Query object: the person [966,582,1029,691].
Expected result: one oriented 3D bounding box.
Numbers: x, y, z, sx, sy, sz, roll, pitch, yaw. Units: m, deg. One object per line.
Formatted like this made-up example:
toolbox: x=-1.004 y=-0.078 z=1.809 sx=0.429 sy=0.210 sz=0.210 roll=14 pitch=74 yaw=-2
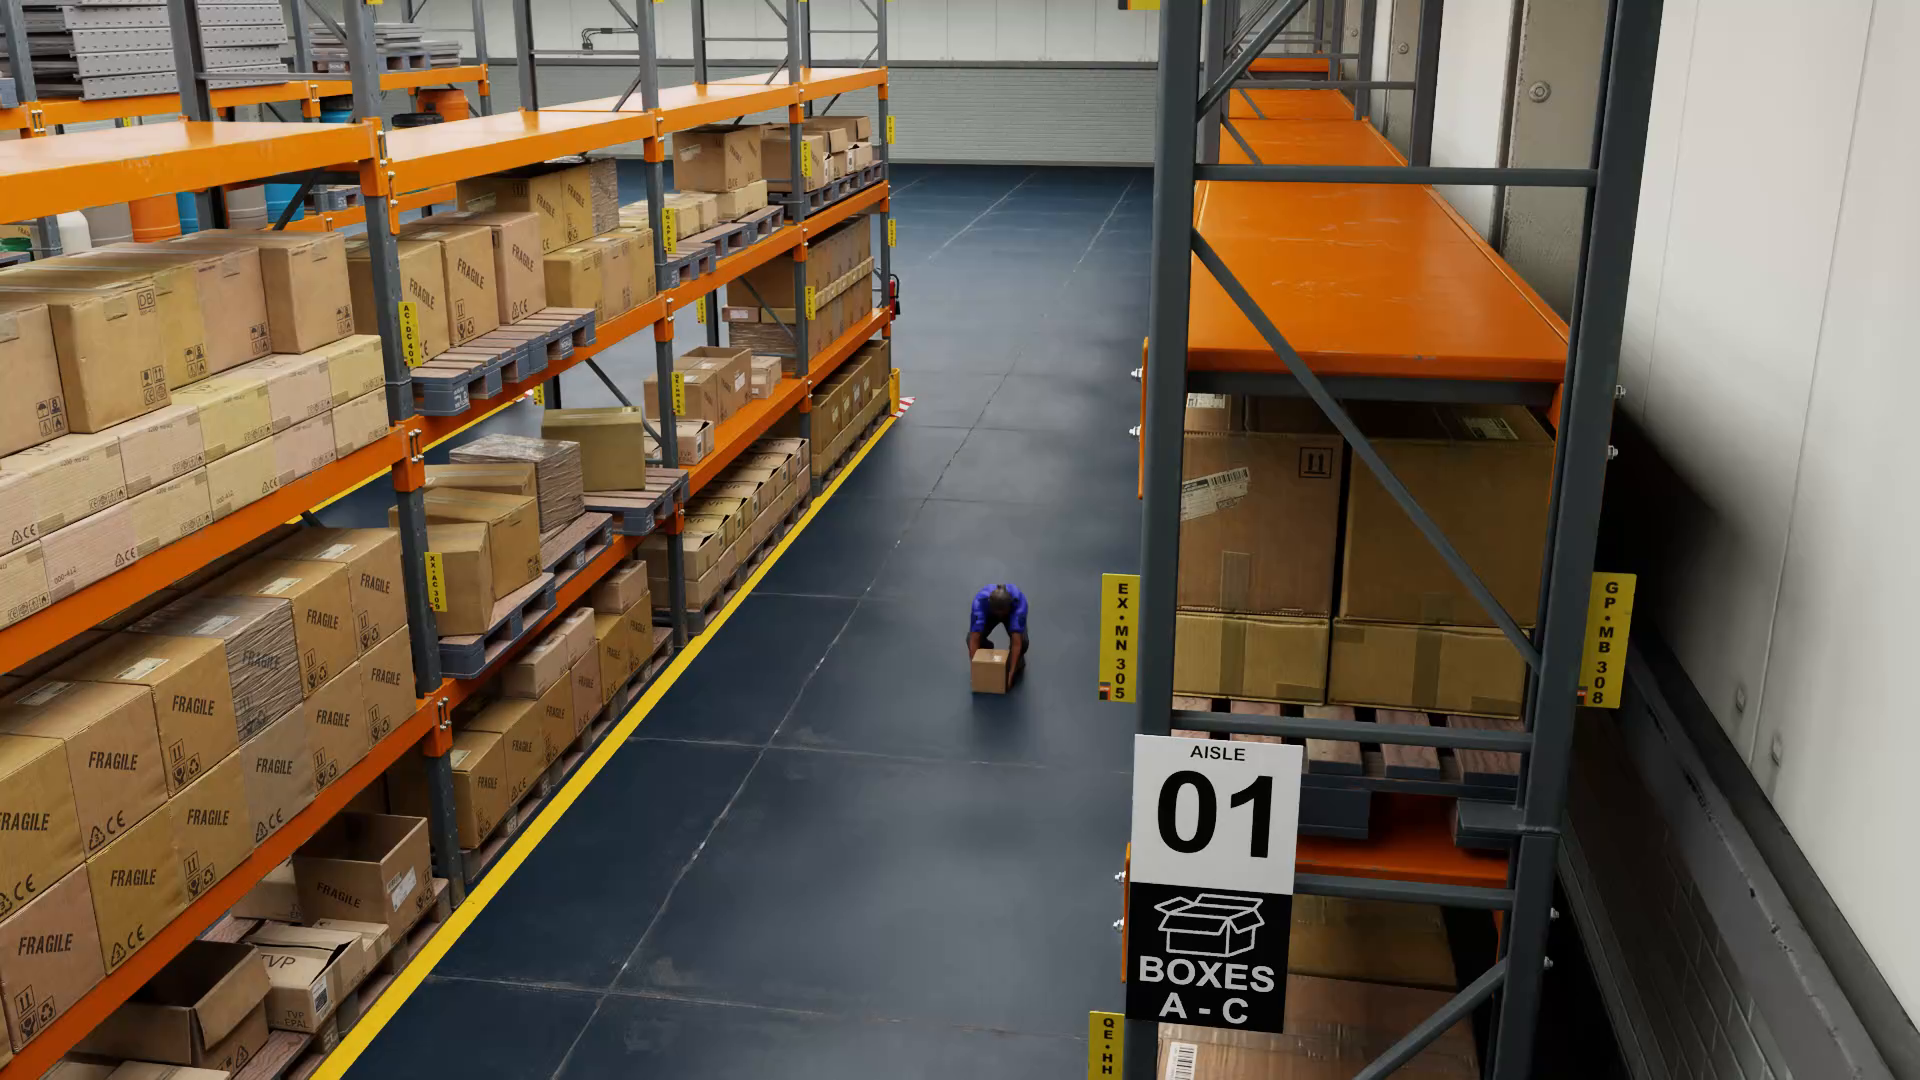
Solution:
person: x=0.293 y=0.643 z=12.580 sx=0.479 sy=0.810 sz=0.823 roll=3 pitch=18 yaw=9
